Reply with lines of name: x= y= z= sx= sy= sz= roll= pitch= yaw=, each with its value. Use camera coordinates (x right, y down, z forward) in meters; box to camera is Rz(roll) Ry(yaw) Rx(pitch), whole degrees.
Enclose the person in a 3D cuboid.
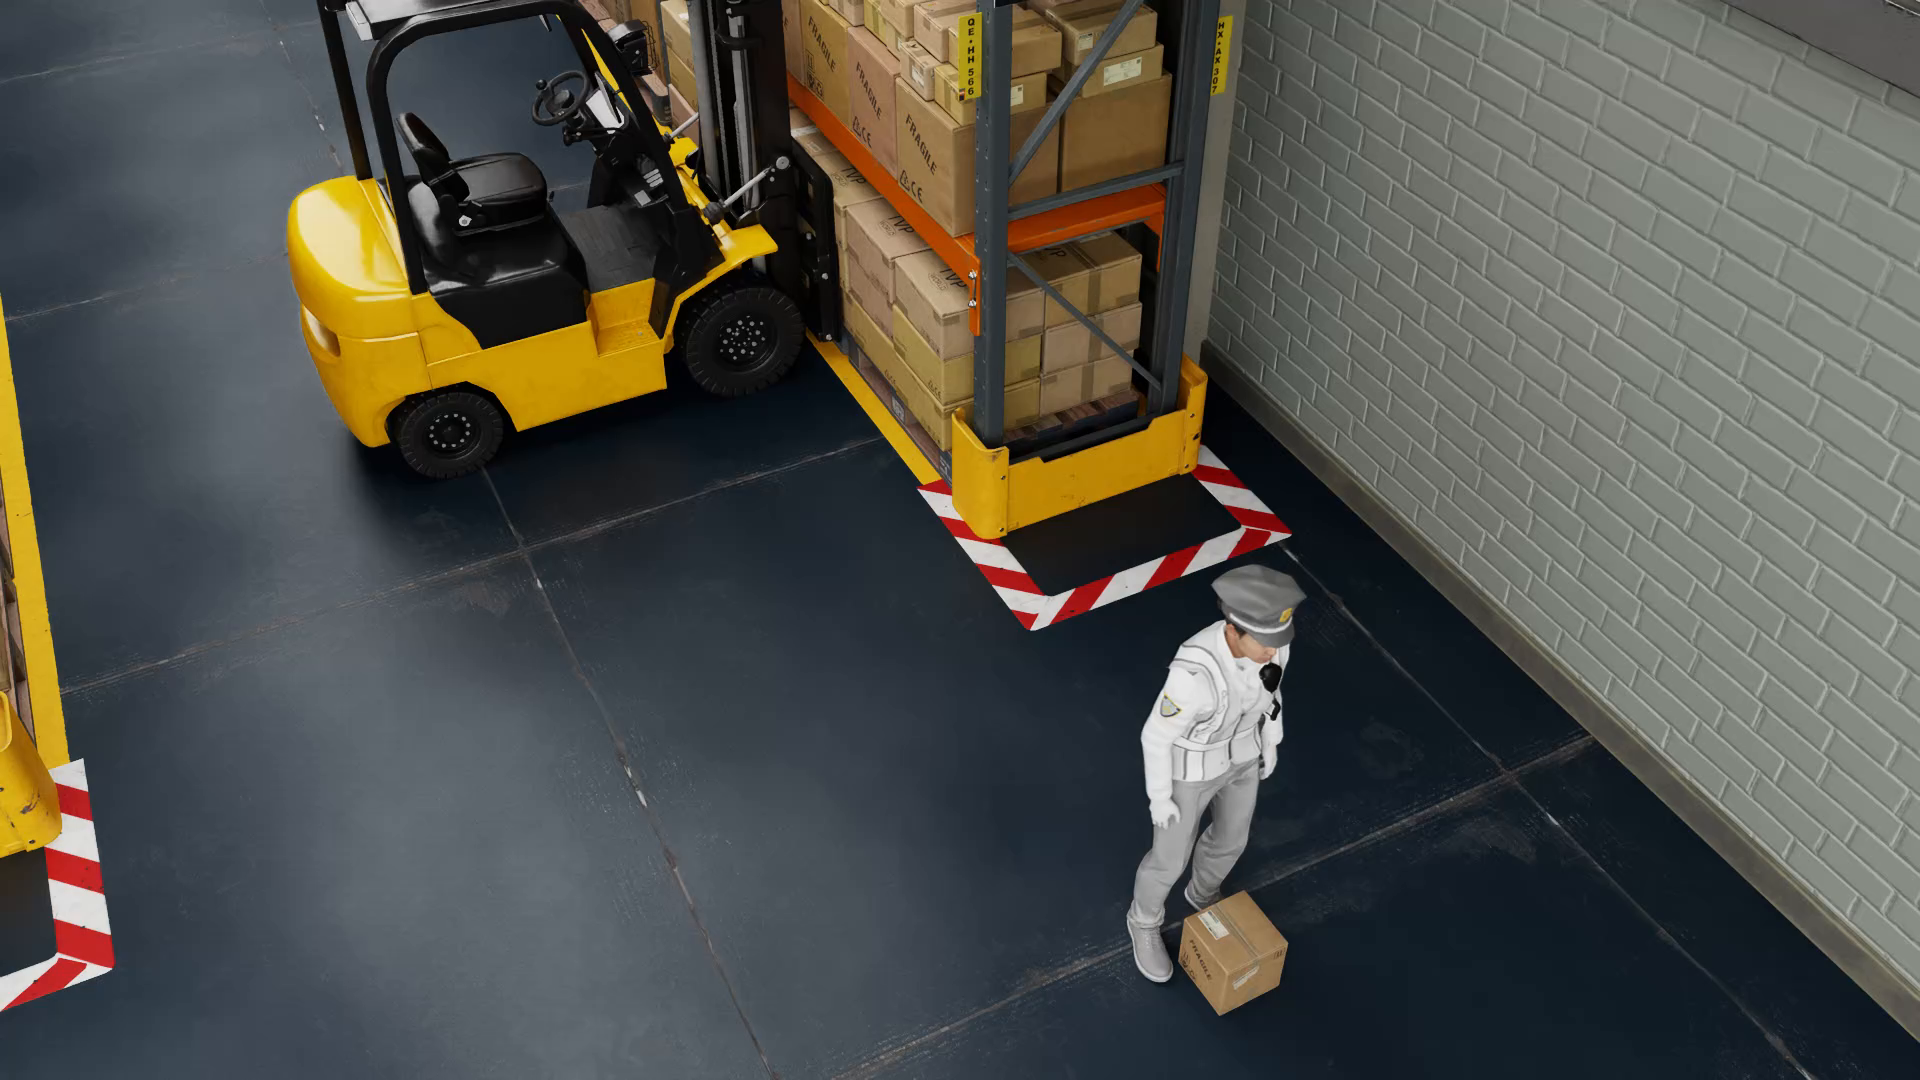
person: x=0.809 y=0.728 z=5.334 sx=0.541 sy=1.662 sz=0.375 roll=-22 pitch=46 yaw=-23
